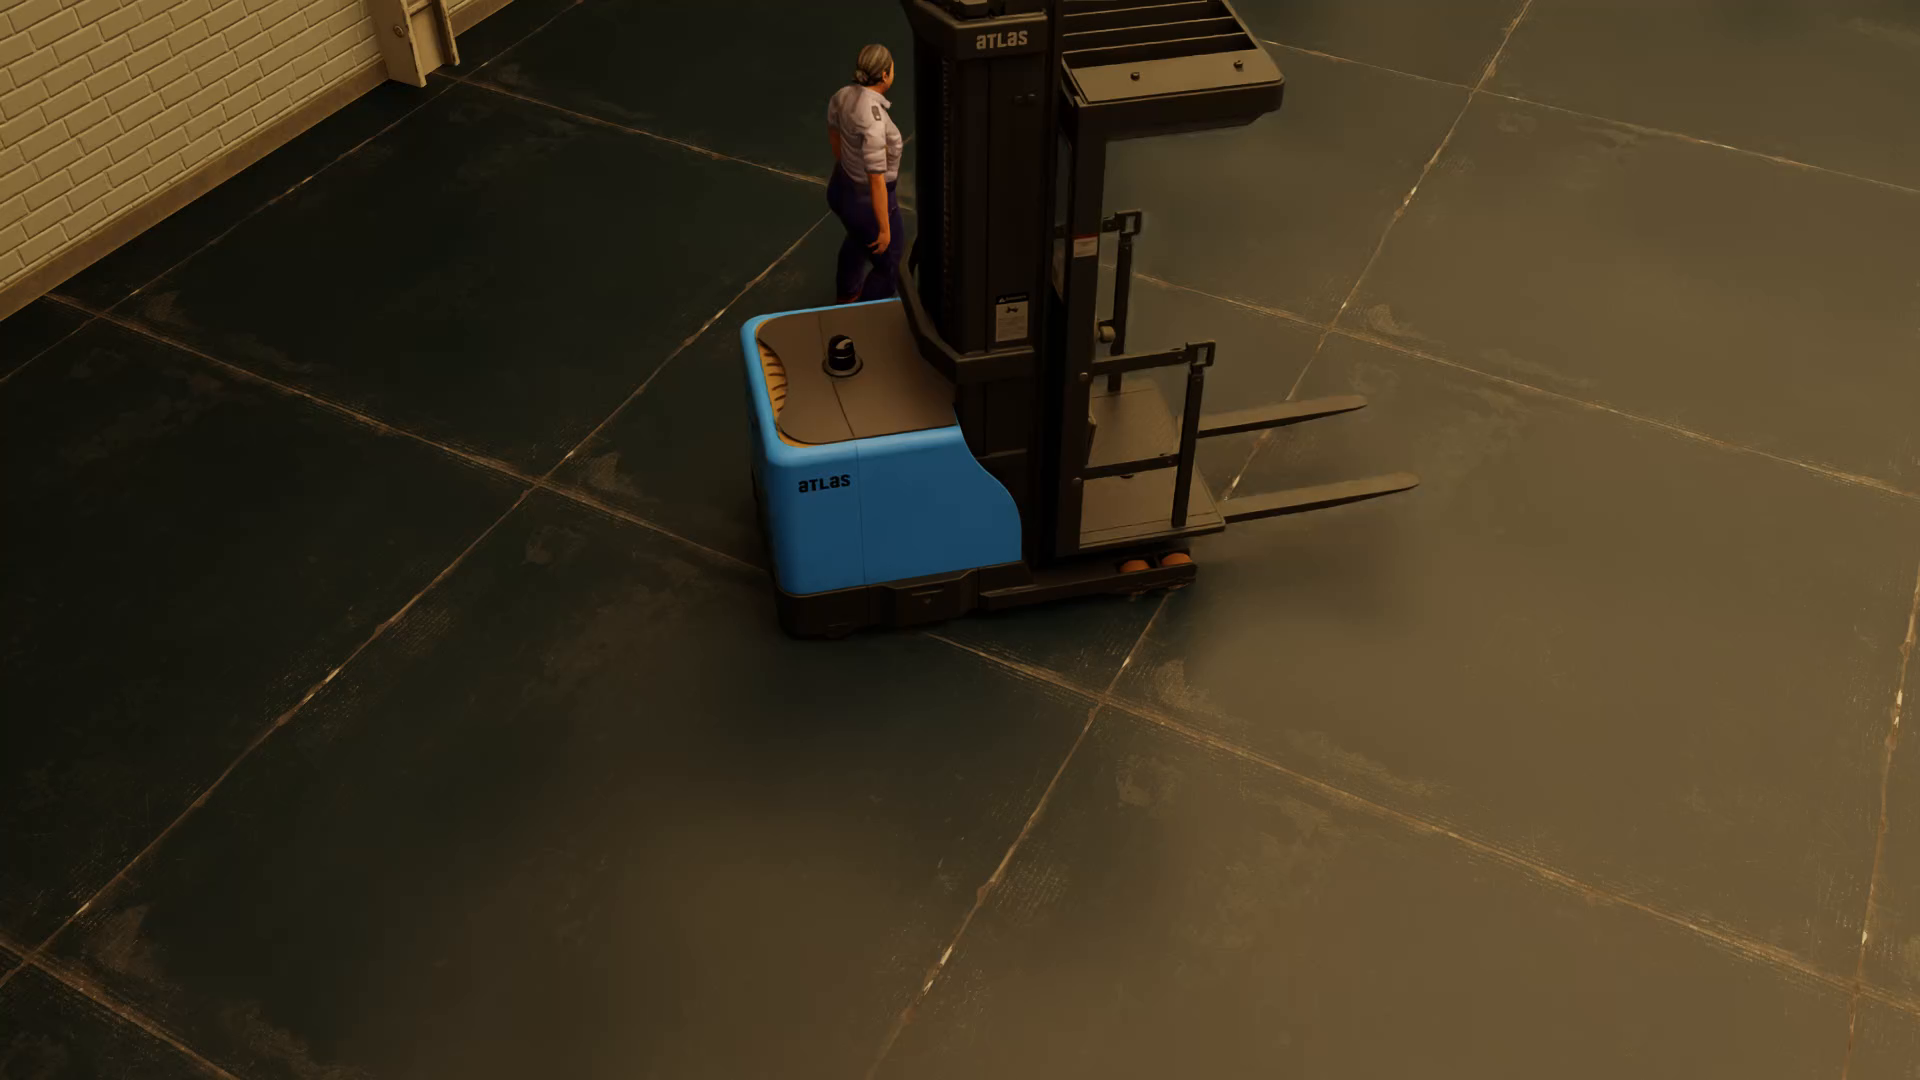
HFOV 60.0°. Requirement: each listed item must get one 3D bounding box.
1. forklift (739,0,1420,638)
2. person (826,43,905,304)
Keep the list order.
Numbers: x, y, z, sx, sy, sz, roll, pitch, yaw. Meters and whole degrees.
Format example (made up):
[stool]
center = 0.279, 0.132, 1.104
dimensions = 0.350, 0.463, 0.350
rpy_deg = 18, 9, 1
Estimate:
[forklift]
center = 0.595, -1.162, 6.887
dimensions = 3.031, 2.935, 1.130
rpy_deg = -9, 44, -9
[person]
center = -0.486, -1.765, 8.487
dimensions = 0.374, 1.625, 0.784
rpy_deg = -20, 47, -20
